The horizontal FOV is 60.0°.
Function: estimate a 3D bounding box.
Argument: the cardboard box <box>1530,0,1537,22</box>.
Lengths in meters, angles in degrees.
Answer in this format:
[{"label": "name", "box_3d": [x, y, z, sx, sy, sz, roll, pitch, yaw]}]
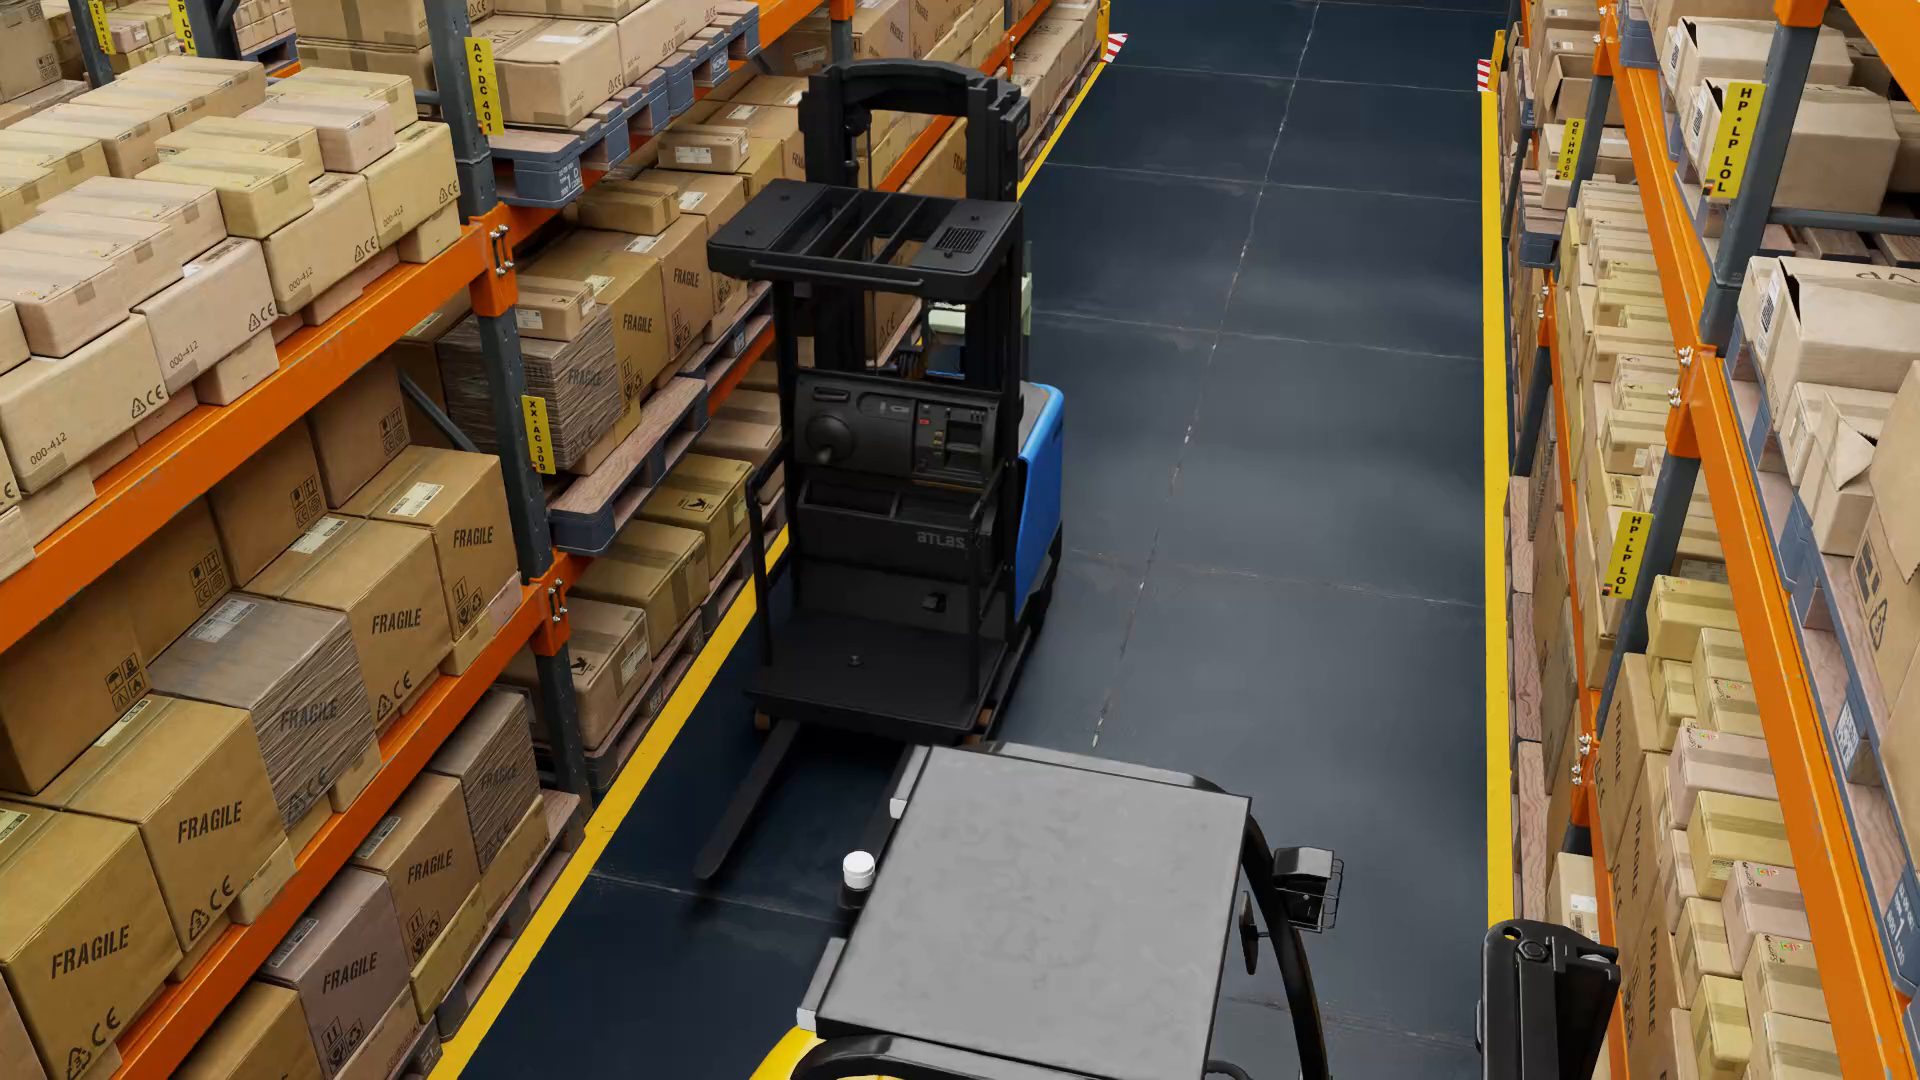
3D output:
[{"label": "cardboard box", "box_3d": [4.720, -4.198, 12.921, 0.500, 0.250, 0.500, 8, 33, 13]}]

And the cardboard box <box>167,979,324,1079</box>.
[{"label": "cardboard box", "box_3d": [-2.392, 1.719, 5.223, 0.500, 0.500, 0.500, 9, 33, 13]}]

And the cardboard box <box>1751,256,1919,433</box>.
[{"label": "cardboard box", "box_3d": [2.237, -0.474, 4.003, 0.500, 0.311, 0.500, 9, 33, 13]}]

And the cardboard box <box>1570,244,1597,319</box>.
[{"label": "cardboard box", "box_3d": [3.222, -1.192, 8.003, 0.500, 0.250, 0.500, 9, 34, 14]}]

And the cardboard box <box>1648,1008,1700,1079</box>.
[{"label": "cardboard box", "box_3d": [1.927, 1.521, 3.969, 0.500, 0.500, 0.500, 8, 33, 13]}]

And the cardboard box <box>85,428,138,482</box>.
[{"label": "cardboard box", "box_3d": [-2.388, -0.265, 4.308, 0.380, 0.149, 0.250, 8, 33, 12]}]

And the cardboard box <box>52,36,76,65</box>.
[{"label": "cardboard box", "box_3d": [-6.232, -3.312, 11.229, 0.380, 0.149, 0.250, 9, 33, 13]}]

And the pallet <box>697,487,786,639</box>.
[{"label": "pallet", "box_3d": [-1.615, 0.038, 8.993, 1.003, 0.211, 1.213, 8, 33, 12]}]

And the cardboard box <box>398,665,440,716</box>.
[{"label": "cardboard box", "box_3d": [-2.103, 0.470, 5.949, 0.380, 0.149, 0.250, 8, 33, 13]}]

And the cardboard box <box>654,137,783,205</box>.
[{"label": "cardboard box", "box_3d": [-1.197, -1.714, 8.389, 0.500, 0.500, 0.500, 6, 33, 9]}]

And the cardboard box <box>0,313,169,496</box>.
[{"label": "cardboard box", "box_3d": [-2.355, -0.371, 4.104, 0.500, 0.250, 0.500, 9, 33, 13]}]

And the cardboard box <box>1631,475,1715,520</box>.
[{"label": "cardboard box", "box_3d": [2.604, -0.085, 5.890, 0.380, 0.149, 0.250, 8, 33, 12]}]

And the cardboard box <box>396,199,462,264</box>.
[{"label": "cardboard box", "box_3d": [-1.903, -1.054, 5.549, 0.380, 0.149, 0.250, 8, 33, 13]}]

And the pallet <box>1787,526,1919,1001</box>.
[{"label": "pallet", "box_3d": [2.181, 0.423, 3.075, 1.003, 0.211, 1.213, 8, 33, 12]}]

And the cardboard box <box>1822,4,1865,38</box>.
[{"label": "cardboard box", "box_3d": [3.491, -2.005, 6.545, 0.380, 0.166, 0.250, 8, 33, 12]}]

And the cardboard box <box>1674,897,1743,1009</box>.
[{"label": "cardboard box", "box_3d": [1.996, 1.049, 4.107, 0.380, 0.149, 0.250, 7, 33, 11]}]

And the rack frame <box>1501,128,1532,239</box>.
[{"label": "rack frame", "box_3d": [4.714, -3.577, 12.080, 1.000, 3.000, 0.127, 8, 33, 12]}]

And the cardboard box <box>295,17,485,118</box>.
[{"label": "cardboard box", "box_3d": [-2.110, -1.802, 6.241, 0.500, 0.250, 0.500, 7, 33, 11]}]

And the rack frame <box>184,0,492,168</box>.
[{"label": "rack frame", "box_3d": [-2.118, -2.631, 5.001, 1.000, 3.000, 0.127, 8, 33, 12]}]

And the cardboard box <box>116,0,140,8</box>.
[{"label": "cardboard box", "box_3d": [-6.039, -3.840, 11.783, 0.380, 0.149, 0.250, 9, 34, 14]}]

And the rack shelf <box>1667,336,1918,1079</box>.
[{"label": "rack shelf", "box_3d": [2.176, 0.650, 3.306, 1.077, 0.370, 4.000, 8, 33, 12]}]

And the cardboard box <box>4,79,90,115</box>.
[{"label": "cardboard box", "box_3d": [-5.771, -2.568, 10.401, 0.500, 0.500, 0.500, 8, 33, 12]}]

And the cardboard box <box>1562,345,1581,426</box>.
[{"label": "cardboard box", "box_3d": [3.094, -0.712, 7.714, 0.500, 0.250, 0.500, 7, 33, 11]}]

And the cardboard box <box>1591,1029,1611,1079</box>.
[{"label": "cardboard box", "box_3d": [2.118, 1.608, 5.164, 0.500, 0.250, 0.500, 8, 33, 12]}]

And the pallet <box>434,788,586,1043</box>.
[{"label": "pallet", "box_3d": [-2.255, 1.431, 6.802, 1.003, 0.211, 1.213, 8, 33, 12]}]

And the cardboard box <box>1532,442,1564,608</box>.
[{"label": "cardboard box", "box_3d": [3.369, -0.014, 8.298, 0.875, 0.625, 0.625, 9, 34, 14]}]

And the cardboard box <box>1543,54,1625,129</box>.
[{"label": "cardboard box", "box_3d": [3.934, -2.594, 10.047, 0.797, 0.503, 0.637, 7, 33, 11]}]

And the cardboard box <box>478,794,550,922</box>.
[{"label": "cardboard box", "box_3d": [-2.008, 1.227, 6.695, 0.500, 0.250, 0.500, 10, 34, 15]}]

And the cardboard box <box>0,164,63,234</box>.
[{"label": "cardboard box", "box_3d": [-2.734, -0.934, 4.617, 0.380, 0.149, 0.250, 7, 33, 11]}]

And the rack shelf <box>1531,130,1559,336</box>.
[{"label": "rack shelf", "box_3d": [4.206, -2.235, 10.641, 1.077, 0.370, 4.000, 8, 33, 12]}]

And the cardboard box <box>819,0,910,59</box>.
[{"label": "cardboard box", "box_3d": [-0.625, -3.120, 10.337, 0.500, 0.500, 0.500, 8, 33, 13]}]

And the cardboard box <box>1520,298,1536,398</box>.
[{"label": "cardboard box", "box_3d": [3.735, -1.130, 10.171, 0.500, 0.500, 0.500, 8, 33, 12]}]

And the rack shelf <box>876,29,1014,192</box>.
[{"label": "rack shelf", "box_3d": [-0.596, -2.909, 11.701, 1.077, 0.370, 4.000, 8, 33, 12]}]

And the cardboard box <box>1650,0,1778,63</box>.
[{"label": "cardboard box", "box_3d": [3.021, -2.158, 6.474, 0.500, 0.500, 0.500, 9, 33, 14]}]

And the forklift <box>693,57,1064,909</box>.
[{"label": "forklift", "box_3d": [-0.345, -0.427, 7.189, 1.130, 2.935, 3.031, 9, 33, 13]}]

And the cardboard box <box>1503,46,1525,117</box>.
[{"label": "cardboard box", "box_3d": [5.228, -4.032, 14.735, 0.700, 0.500, 0.500, 9, 34, 14]}]

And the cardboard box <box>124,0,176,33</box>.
[{"label": "cardboard box", "box_3d": [-5.480, -3.599, 11.403, 0.380, 0.149, 0.250, 8, 33, 12]}]

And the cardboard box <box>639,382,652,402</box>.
[{"label": "cardboard box", "box_3d": [-1.603, -0.700, 7.398, 0.380, 0.149, 0.250, 10, 34, 15]}]

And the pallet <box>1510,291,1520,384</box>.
[{"label": "pallet", "box_3d": [4.237, -1.338, 11.157, 1.003, 0.211, 1.213, 8, 33, 12]}]

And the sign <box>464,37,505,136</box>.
[{"label": "sign", "box_3d": [-1.591, -1.513, 5.557, 0.100, 0.325, 0.005, 8, 33, 12]}]

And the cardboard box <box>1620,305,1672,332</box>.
[{"label": "cardboard box", "box_3d": [3.043, -0.872, 7.128, 0.380, 0.149, 0.250, 8, 33, 12]}]

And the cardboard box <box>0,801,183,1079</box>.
[{"label": "cardboard box", "box_3d": [-2.488, 1.067, 4.405, 0.500, 0.500, 0.500, 7, 33, 11]}]

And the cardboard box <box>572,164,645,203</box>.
[{"label": "cardboard box", "box_3d": [-1.829, -1.512, 8.070, 0.500, 0.500, 0.500, 7, 33, 11]}]

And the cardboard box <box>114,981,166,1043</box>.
[{"label": "cardboard box", "box_3d": [-2.500, 1.265, 4.698, 0.380, 0.149, 0.250, 9, 34, 14]}]

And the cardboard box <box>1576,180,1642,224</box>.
[{"label": "cardboard box", "box_3d": [3.333, -1.692, 8.417, 0.380, 0.149, 0.250, 9, 34, 14]}]

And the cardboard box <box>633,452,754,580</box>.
[{"label": "cardboard box", "box_3d": [-1.634, -0.175, 8.787, 0.950, 0.372, 0.625, 9, 34, 14]}]

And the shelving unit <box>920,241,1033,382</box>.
[{"label": "shelving unit", "box_3d": [0.097, -0.817, 9.136, 0.431, 1.500, 0.755, 9, 33, 13]}]

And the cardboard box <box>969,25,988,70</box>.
[{"label": "cardboard box", "box_3d": [-0.088, -3.656, 12.345, 0.500, 0.250, 0.500, 8, 33, 12]}]

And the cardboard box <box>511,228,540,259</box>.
[{"label": "cardboard box", "box_3d": [-2.057, -1.348, 7.207, 0.380, 0.149, 0.250, 7, 33, 11]}]

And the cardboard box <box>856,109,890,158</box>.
[{"label": "cardboard box", "box_3d": [-0.736, -2.552, 10.142, 0.500, 0.250, 0.500, 8, 33, 12]}]

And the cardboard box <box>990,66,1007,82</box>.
[{"label": "cardboard box", "box_3d": [-0.168, -3.199, 13.074, 0.875, 0.875, 0.875, 9, 34, 14]}]

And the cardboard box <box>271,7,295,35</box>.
[{"label": "cardboard box", "box_3d": [-5.206, -3.895, 12.424, 0.380, 0.149, 0.250, 7, 33, 11]}]

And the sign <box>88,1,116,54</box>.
[{"label": "sign", "box_3d": [-5.379, -3.211, 10.426, 0.100, 0.325, 0.005, 8, 33, 12]}]

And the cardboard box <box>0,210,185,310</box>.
[{"label": "cardboard box", "box_3d": [-2.252, -0.719, 4.280, 0.380, 0.149, 0.250, 8, 33, 13]}]

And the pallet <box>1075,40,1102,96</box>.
[{"label": "pallet", "box_3d": [0.800, -4.724, 16.484, 1.003, 0.211, 1.213, 8, 33, 12]}]

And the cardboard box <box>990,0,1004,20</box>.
[{"label": "cardboard box", "box_3d": [0.035, -4.136, 12.634, 0.500, 0.250, 0.500, 8, 33, 12]}]

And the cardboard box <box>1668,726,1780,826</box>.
[{"label": "cardboard box", "box_3d": [2.116, 0.659, 4.442, 0.380, 0.149, 0.250, 9, 33, 13]}]
